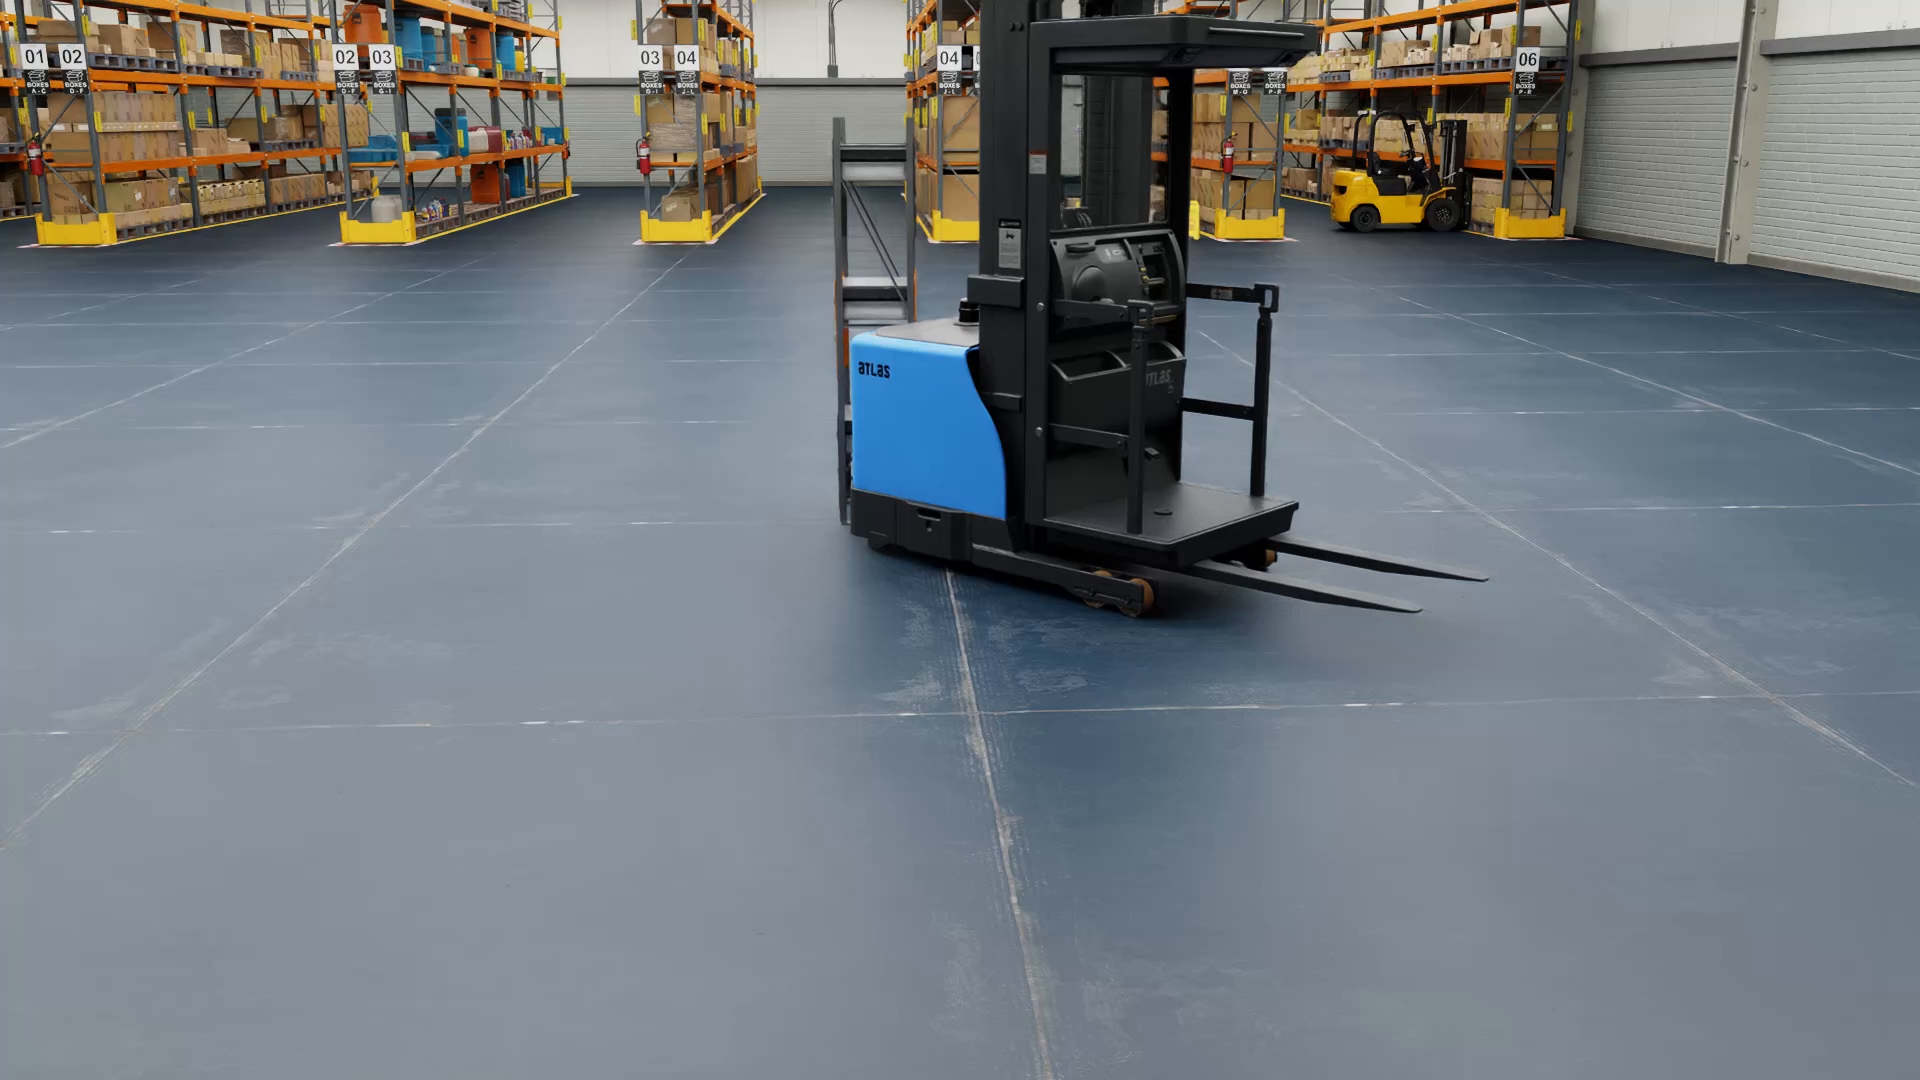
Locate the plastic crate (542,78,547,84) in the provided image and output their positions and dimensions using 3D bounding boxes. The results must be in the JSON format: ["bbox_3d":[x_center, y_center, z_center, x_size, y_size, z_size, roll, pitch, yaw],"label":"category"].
[{"bbox_3d":[-10.397,-11.280,40.858,0.437,0.136,0.530,-1,14,-3],"label":"plastic crate"}]

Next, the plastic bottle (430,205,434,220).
[{"bbox_3d":[-9.610,-5.944,30.200,0.097,0.271,0.097,0,14,0],"label":"plastic bottle"}]

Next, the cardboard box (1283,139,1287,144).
[{"bbox_3d":[8.762,-10.565,44.071,0.380,0.149,0.250,-1,14,-4],"label":"cardboard box"}]

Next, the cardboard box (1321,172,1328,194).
[{"bbox_3d":[9.068,-8.647,40.286,0.500,0.500,0.500,0,14,-1],"label":"cardboard box"}]

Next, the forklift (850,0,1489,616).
[{"bbox_3d":[0.884,-1.234,7.440,3.031,2.935,1.130,13,19,40],"label":"forklift"}]

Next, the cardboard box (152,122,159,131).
[{"bbox_3d":[-14.682,-7.451,29.961,0.380,0.149,0.250,-1,14,-4],"label":"cardboard box"}]

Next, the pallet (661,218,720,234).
[{"bbox_3d":[-4.931,-5.736,30.397,1.003,0.211,1.213,-1,14,-3],"label":"pallet"}]

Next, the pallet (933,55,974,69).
[{"bbox_3d":[0.062,-8.208,28.566,1.003,0.211,1.213,-1,14,-3],"label":"pallet"}]

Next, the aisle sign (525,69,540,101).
[{"bbox_3d":[-11.074,-11.738,42.909,0.394,0.787,0.004,-1,14,-3],"label":"aisle sign"}]

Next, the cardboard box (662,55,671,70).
[{"bbox_3d":[-5.122,-8.059,28.108,0.500,0.250,0.500,-1,14,-2],"label":"cardboard box"}]

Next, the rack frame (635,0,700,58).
[{"bbox_3d":[-4.838,-9.468,27.265,1.000,3.000,0.127,-1,14,-3],"label":"rack frame"}]

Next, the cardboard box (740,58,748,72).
[{"bbox_3d":[-5.610,-11.760,40.948,0.700,0.500,0.500,0,14,-1],"label":"cardboard box"}]

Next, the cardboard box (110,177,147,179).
[{"bbox_3d":[-15.219,-6.396,30.535,0.500,0.500,0.500,-1,14,-3],"label":"cardboard box"}]

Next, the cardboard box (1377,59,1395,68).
[{"bbox_3d":[9.229,-10.283,35.877,0.380,0.166,0.250,-1,14,-4],"label":"cardboard box"}]

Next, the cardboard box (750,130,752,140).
[{"bbox_3d":[-5.413,-9.992,41.045,0.500,0.250,0.500,-1,14,-2],"label":"cardboard box"}]

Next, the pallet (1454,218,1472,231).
[{"bbox_3d":[9.845,-5.935,31.169,1.003,0.211,1.213,-1,14,-3],"label":"pallet"}]

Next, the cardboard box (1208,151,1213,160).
[{"bbox_3d":[4.649,-6.873,29.722,0.380,0.149,0.250,-1,14,-2],"label":"cardboard box"}]

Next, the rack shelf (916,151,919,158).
[{"bbox_3d":[-0.501,-8.753,37.968,1.077,0.370,4.000,-1,14,-3],"label":"rack shelf"}]

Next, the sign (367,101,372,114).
[{"bbox_3d":[-15.162,-11.107,42.718,0.100,0.325,0.005,-1,14,-3],"label":"sign"}]

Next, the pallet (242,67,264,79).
[{"bbox_3d":[-15.090,-9.594,34.154,1.213,0.211,1.003,0,14,-1],"label":"pallet"}]

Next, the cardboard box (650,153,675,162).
[{"bbox_3d":[-5.062,-6.509,28.307,0.380,0.149,0.250,-1,14,-3],"label":"cardboard box"}]

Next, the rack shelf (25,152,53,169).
[{"bbox_3d":[-20.289,-8.472,36.877,1.077,0.370,4.000,-1,14,-3],"label":"rack shelf"}]

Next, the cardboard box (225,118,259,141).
[{"bbox_3d":[-15.373,-8.807,35.692,0.700,0.500,0.500,-6,16,-22],"label":"cardboard box"}]

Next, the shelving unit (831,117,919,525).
[{"bbox_3d":[-0.438,-1.159,8.819,0.431,2.100,0.503,0,14,0],"label":"shelving unit"}]

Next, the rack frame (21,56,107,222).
[{"bbox_3d":[-14.726,-6.411,27.422,1.000,3.000,0.127,-1,14,-3],"label":"rack frame"}]

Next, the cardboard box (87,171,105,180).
[{"bbox_3d":[-20.243,-8.320,38.315,0.750,0.750,0.750,-1,14,-3],"label":"cardboard box"}]

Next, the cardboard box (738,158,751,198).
[{"bbox_3d":[-5.466,-8.340,38.343,1.225,0.875,0.875,-1,14,-5],"label":"cardboard box"}]

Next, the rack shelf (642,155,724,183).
[{"bbox_3d":[-4.962,-6.712,30.036,1.077,0.370,4.000,-1,14,-3],"label":"rack shelf"}]

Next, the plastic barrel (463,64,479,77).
[{"bbox_3d":[-9.966,-9.549,33.877,0.301,0.262,0.301,0,14,0],"label":"plastic barrel"}]

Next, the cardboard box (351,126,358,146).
[{"bbox_3d":[-15.357,-10.078,41.475,0.500,0.500,0.500,-1,14,-3],"label":"cardboard box"}]

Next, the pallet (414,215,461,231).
[{"bbox_3d":[-10.030,-5.963,31.278,1.003,0.211,1.213,-1,14,-3],"label":"pallet"}]

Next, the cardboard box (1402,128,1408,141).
[{"bbox_3d":[9.408,-8.331,34.182,0.500,0.250,0.500,-1,14,-2],"label":"cardboard box"}]

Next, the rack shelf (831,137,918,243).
[{"bbox_3d":[-0.438,-1.824,8.648,0.431,0.518,0.480,0,14,0],"label":"rack shelf"}]

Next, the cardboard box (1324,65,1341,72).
[{"bbox_3d":[8.866,-11.215,39.536,0.380,0.149,0.250,-1,14,-3],"label":"cardboard box"}]

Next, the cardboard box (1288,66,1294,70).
[{"bbox_3d":[8.805,-12.298,42.983,0.500,0.250,0.500,-1,14,-4],"label":"cardboard box"}]

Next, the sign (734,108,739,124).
[{"bbox_3d":[-4.793,-9.085,35.653,0.100,0.325,0.005,-1,14,-3],"label":"sign"}]

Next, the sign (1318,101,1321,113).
[{"bbox_3d":[9.570,-11.490,44.205,0.100,0.325,0.005,-1,14,-3],"label":"sign"}]

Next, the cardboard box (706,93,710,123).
[{"bbox_3d":[-4.624,-7.505,28.870,0.500,0.500,0.500,-1,14,-3],"label":"cardboard box"}]

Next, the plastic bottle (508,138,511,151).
[{"bbox_3d":[-10.019,-8.785,36.909,0.097,0.271,0.097,0,14,0],"label":"plastic bottle"}]

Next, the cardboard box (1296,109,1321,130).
[{"bbox_3d":[8.868,-10.717,42.358,0.500,0.500,0.500,-1,14,-2],"label":"cardboard box"}]

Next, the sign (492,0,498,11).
[{"bbox_3d":[-9.729,-11.235,34.781,0.100,0.325,0.005,-1,14,-3],"label":"sign"}]

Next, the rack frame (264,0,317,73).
[{"bbox_3d":[-15.469,-12.300,38.274,1.000,3.000,0.127,-1,14,-3],"label":"rack frame"}]

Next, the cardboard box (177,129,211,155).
[{"bbox_3d":[-15.038,-7.776,32.528,0.500,0.500,0.500,0,14,1],"label":"cardboard box"}]

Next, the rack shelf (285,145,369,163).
[{"bbox_3d":[-15.593,-9.544,41.044,1.077,0.370,4.000,-1,14,-3],"label":"rack shelf"}]

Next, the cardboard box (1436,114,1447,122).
[{"bbox_3d":[9.482,-8.211,32.319,0.380,0.149,0.250,-1,14,-2],"label":"cardboard box"}]

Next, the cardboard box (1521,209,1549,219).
[{"bbox_3d":[10.171,-5.790,29.686,0.500,0.250,0.500,-1,14,-3],"label":"cardboard box"}]

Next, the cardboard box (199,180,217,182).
[{"bbox_3d":[-15.441,-7.278,34.344,0.500,0.311,0.500,-1,14,-5],"label":"cardboard box"}]

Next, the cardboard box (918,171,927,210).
[{"bbox_3d":[-0.314,-7.116,33.834,1.050,0.750,0.750,-1,14,-3],"label":"cardboard box"}]
